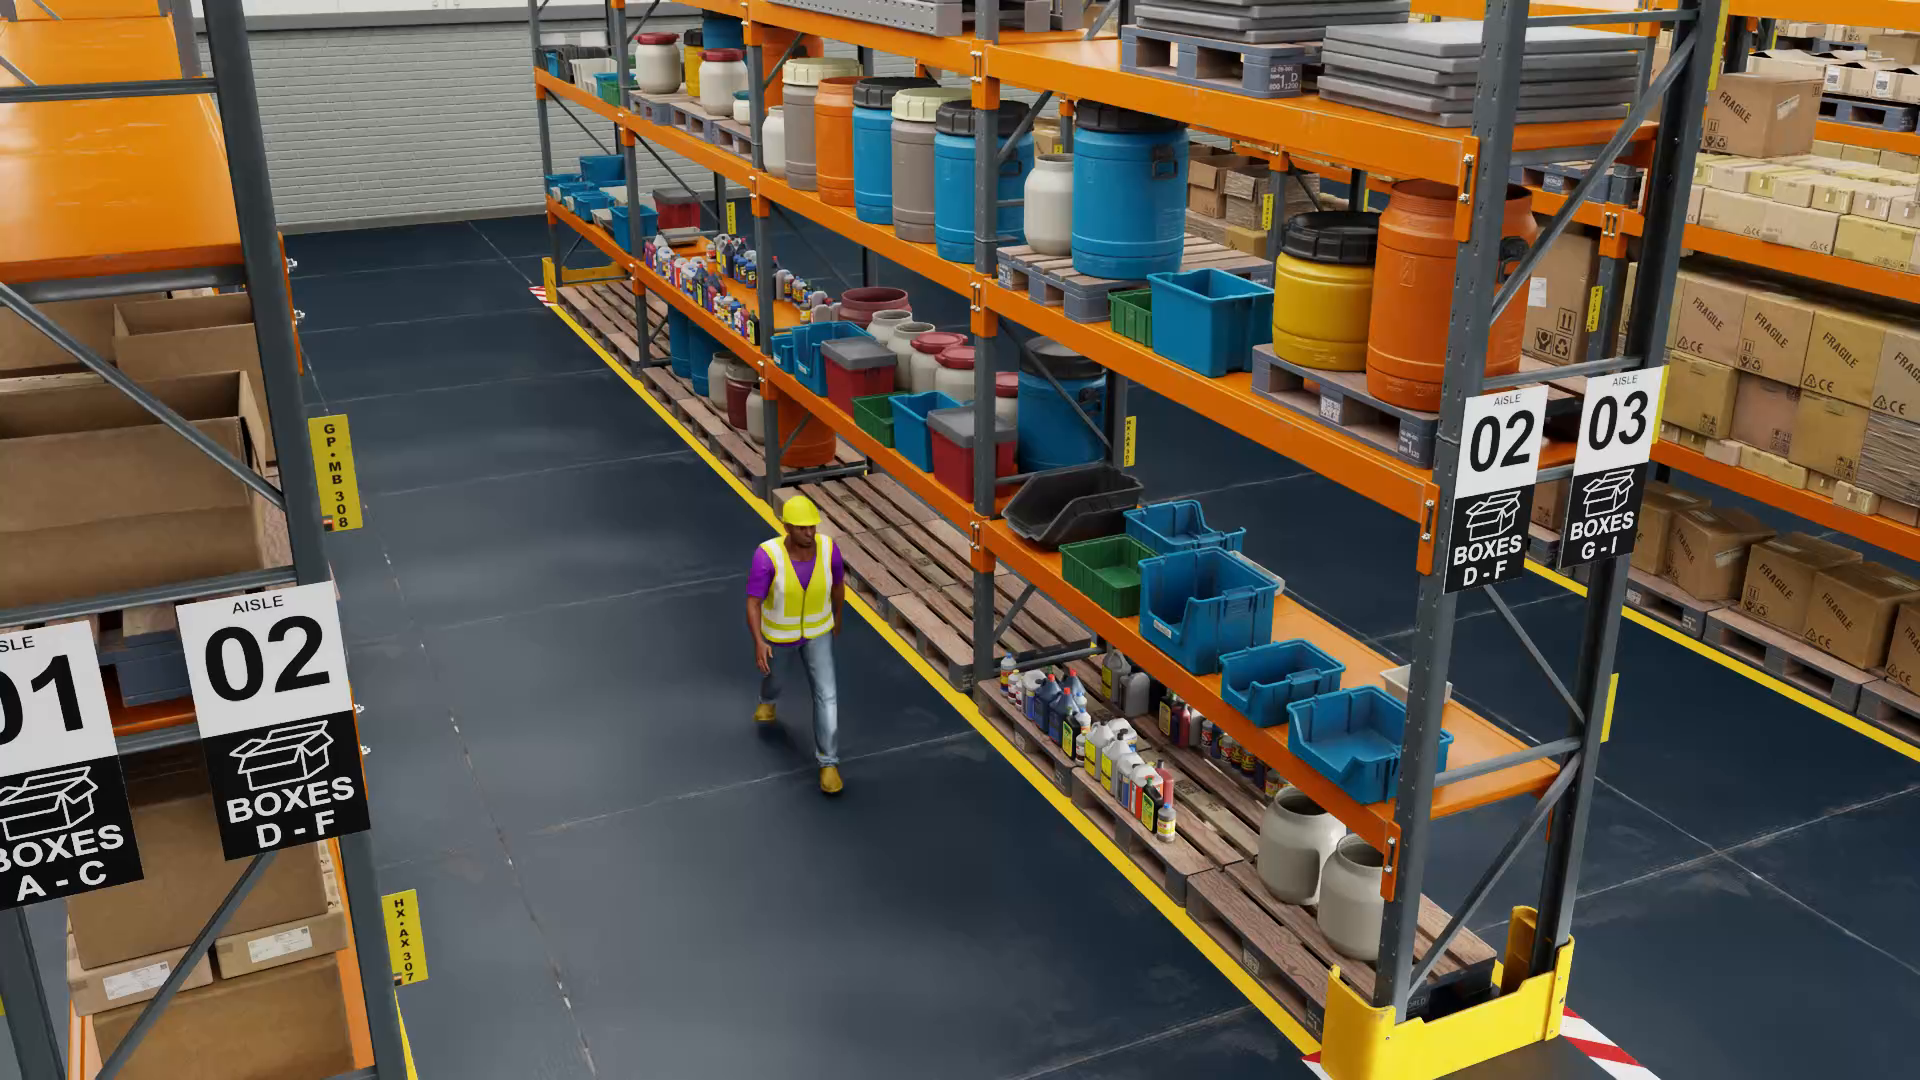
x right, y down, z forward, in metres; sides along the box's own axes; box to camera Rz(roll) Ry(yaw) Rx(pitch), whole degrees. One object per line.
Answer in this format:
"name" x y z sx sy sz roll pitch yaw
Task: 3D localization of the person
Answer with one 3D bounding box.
"person" -0.959 0.516 9.773 0.627 1.691 1.150 -7 23 -16
